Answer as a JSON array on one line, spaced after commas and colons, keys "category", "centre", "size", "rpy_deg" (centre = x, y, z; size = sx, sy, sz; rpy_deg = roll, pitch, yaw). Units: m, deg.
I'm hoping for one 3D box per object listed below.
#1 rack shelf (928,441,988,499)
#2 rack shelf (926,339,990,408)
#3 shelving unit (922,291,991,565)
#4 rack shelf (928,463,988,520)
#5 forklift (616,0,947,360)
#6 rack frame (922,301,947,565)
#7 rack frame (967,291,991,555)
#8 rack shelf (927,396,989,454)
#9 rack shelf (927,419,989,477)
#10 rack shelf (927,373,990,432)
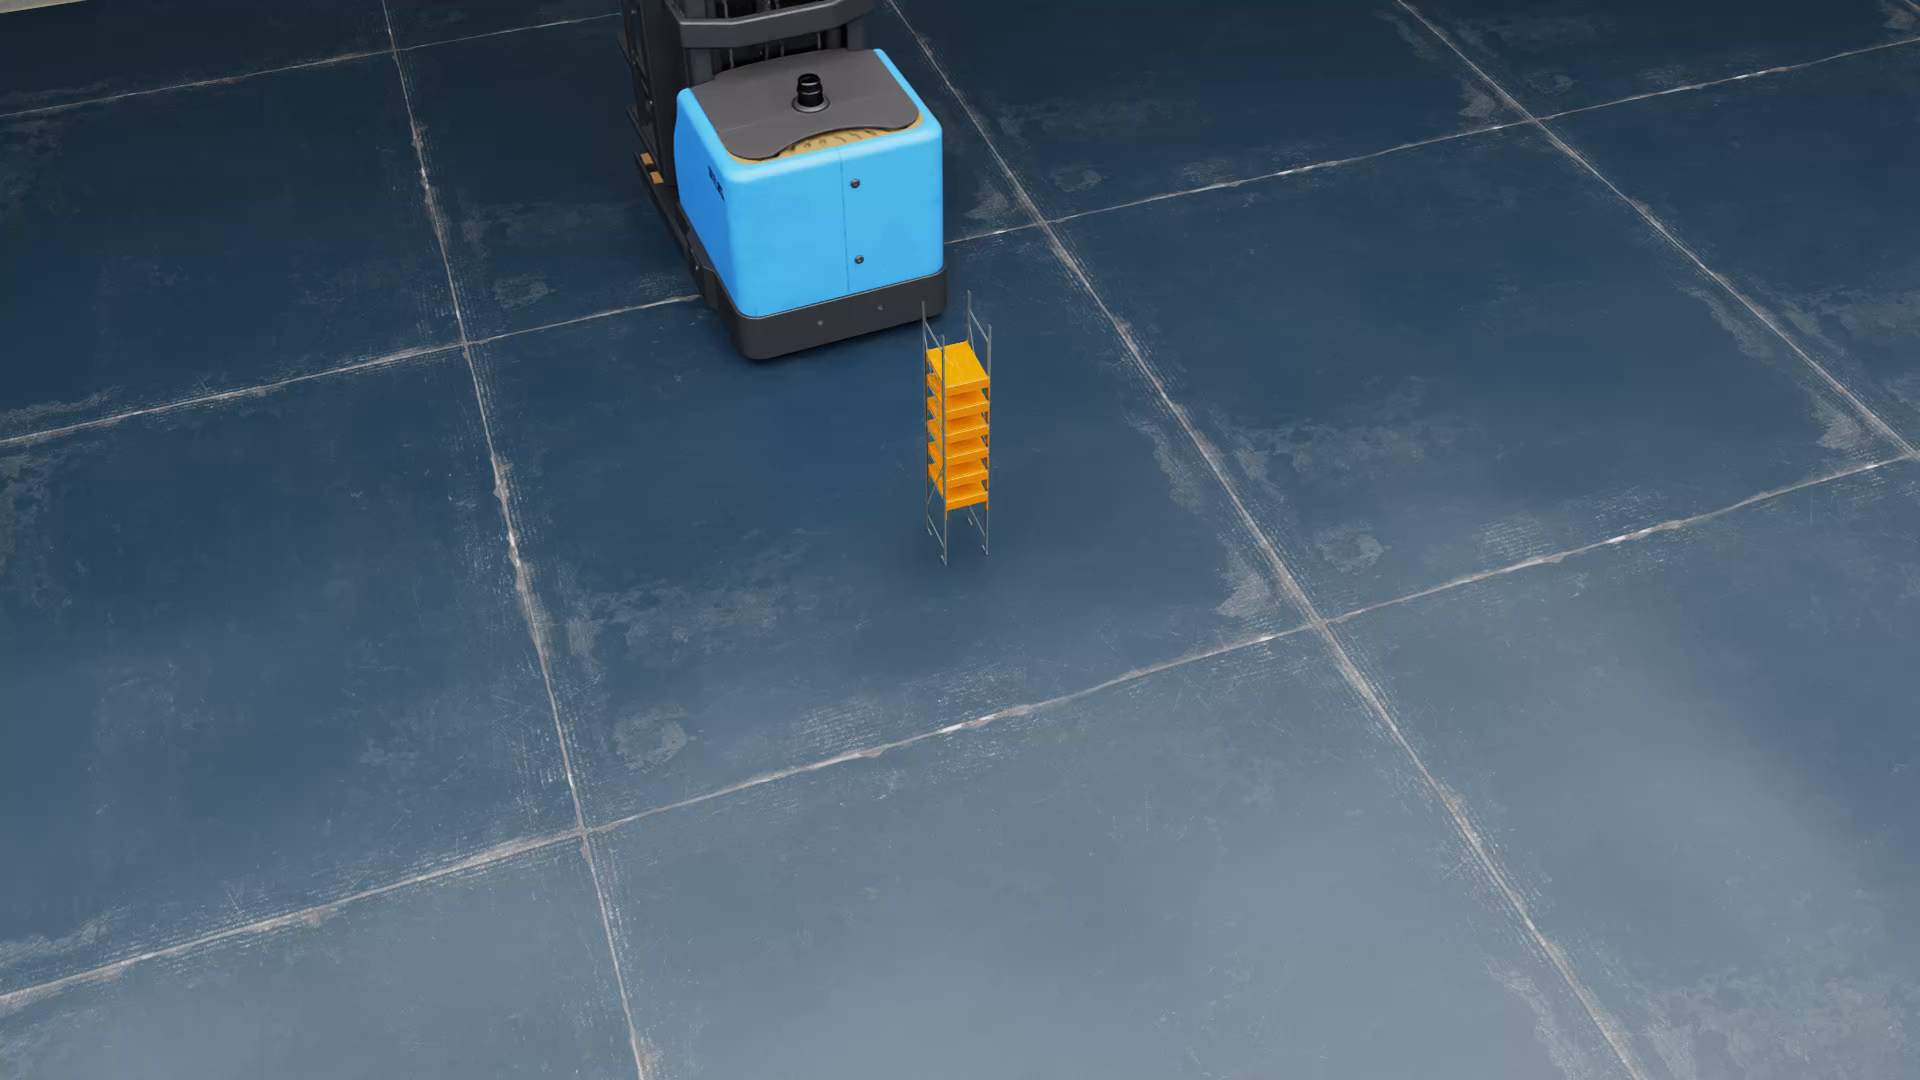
[{"category": "rack shelf", "centre": [-0.014, -0.304, 6.747], "size": [0.180, 0.103, 0.258], "rpy_deg": [-14, 47, -14]}, {"category": "rack shelf", "centre": [-0.014, -0.643, 6.407], "size": [0.180, 0.103, 0.258], "rpy_deg": [-14, 47, -14]}, {"category": "shelving unit", "centre": [-0.014, -0.420, 6.631], "size": [0.189, 1.200, 0.258], "rpy_deg": [-14, 47, -14]}, {"category": "rack shelf", "centre": [-0.014, -0.219, 6.832], "size": [0.180, 0.103, 0.258], "rpy_deg": [-14, 47, -14]}, {"category": "forklift", "centre": [-1.103, -2.939, 7.919], "size": [1.130, 2.935, 3.031], "rpy_deg": [-17, 47, -16]}, {"category": "rack frame", "centre": [-0.100, -0.398, 6.609], "size": [0.006, 1.200, 0.240], "rpy_deg": [-14, 47, -14]}, {"category": "rack frame", "centre": [0.072, -0.442, 6.653], "size": [0.006, 1.200, 0.240], "rpy_deg": [-14, 47, -14]}, {"category": "rack shelf", "centre": [-0.014, -0.473, 6.577], "size": [0.180, 0.103, 0.258], "rpy_deg": [-14, 47, -14]}, {"category": "rack shelf", "centre": [-0.014, -0.389, 6.662], "size": [0.180, 0.103, 0.258], "rpy_deg": [-14, 47, -14]}, {"category": "rack shelf", "centre": [-0.014, -0.558, 6.492], "size": [0.180, 0.103, 0.258], "rpy_deg": [-14, 47, -14]}]
